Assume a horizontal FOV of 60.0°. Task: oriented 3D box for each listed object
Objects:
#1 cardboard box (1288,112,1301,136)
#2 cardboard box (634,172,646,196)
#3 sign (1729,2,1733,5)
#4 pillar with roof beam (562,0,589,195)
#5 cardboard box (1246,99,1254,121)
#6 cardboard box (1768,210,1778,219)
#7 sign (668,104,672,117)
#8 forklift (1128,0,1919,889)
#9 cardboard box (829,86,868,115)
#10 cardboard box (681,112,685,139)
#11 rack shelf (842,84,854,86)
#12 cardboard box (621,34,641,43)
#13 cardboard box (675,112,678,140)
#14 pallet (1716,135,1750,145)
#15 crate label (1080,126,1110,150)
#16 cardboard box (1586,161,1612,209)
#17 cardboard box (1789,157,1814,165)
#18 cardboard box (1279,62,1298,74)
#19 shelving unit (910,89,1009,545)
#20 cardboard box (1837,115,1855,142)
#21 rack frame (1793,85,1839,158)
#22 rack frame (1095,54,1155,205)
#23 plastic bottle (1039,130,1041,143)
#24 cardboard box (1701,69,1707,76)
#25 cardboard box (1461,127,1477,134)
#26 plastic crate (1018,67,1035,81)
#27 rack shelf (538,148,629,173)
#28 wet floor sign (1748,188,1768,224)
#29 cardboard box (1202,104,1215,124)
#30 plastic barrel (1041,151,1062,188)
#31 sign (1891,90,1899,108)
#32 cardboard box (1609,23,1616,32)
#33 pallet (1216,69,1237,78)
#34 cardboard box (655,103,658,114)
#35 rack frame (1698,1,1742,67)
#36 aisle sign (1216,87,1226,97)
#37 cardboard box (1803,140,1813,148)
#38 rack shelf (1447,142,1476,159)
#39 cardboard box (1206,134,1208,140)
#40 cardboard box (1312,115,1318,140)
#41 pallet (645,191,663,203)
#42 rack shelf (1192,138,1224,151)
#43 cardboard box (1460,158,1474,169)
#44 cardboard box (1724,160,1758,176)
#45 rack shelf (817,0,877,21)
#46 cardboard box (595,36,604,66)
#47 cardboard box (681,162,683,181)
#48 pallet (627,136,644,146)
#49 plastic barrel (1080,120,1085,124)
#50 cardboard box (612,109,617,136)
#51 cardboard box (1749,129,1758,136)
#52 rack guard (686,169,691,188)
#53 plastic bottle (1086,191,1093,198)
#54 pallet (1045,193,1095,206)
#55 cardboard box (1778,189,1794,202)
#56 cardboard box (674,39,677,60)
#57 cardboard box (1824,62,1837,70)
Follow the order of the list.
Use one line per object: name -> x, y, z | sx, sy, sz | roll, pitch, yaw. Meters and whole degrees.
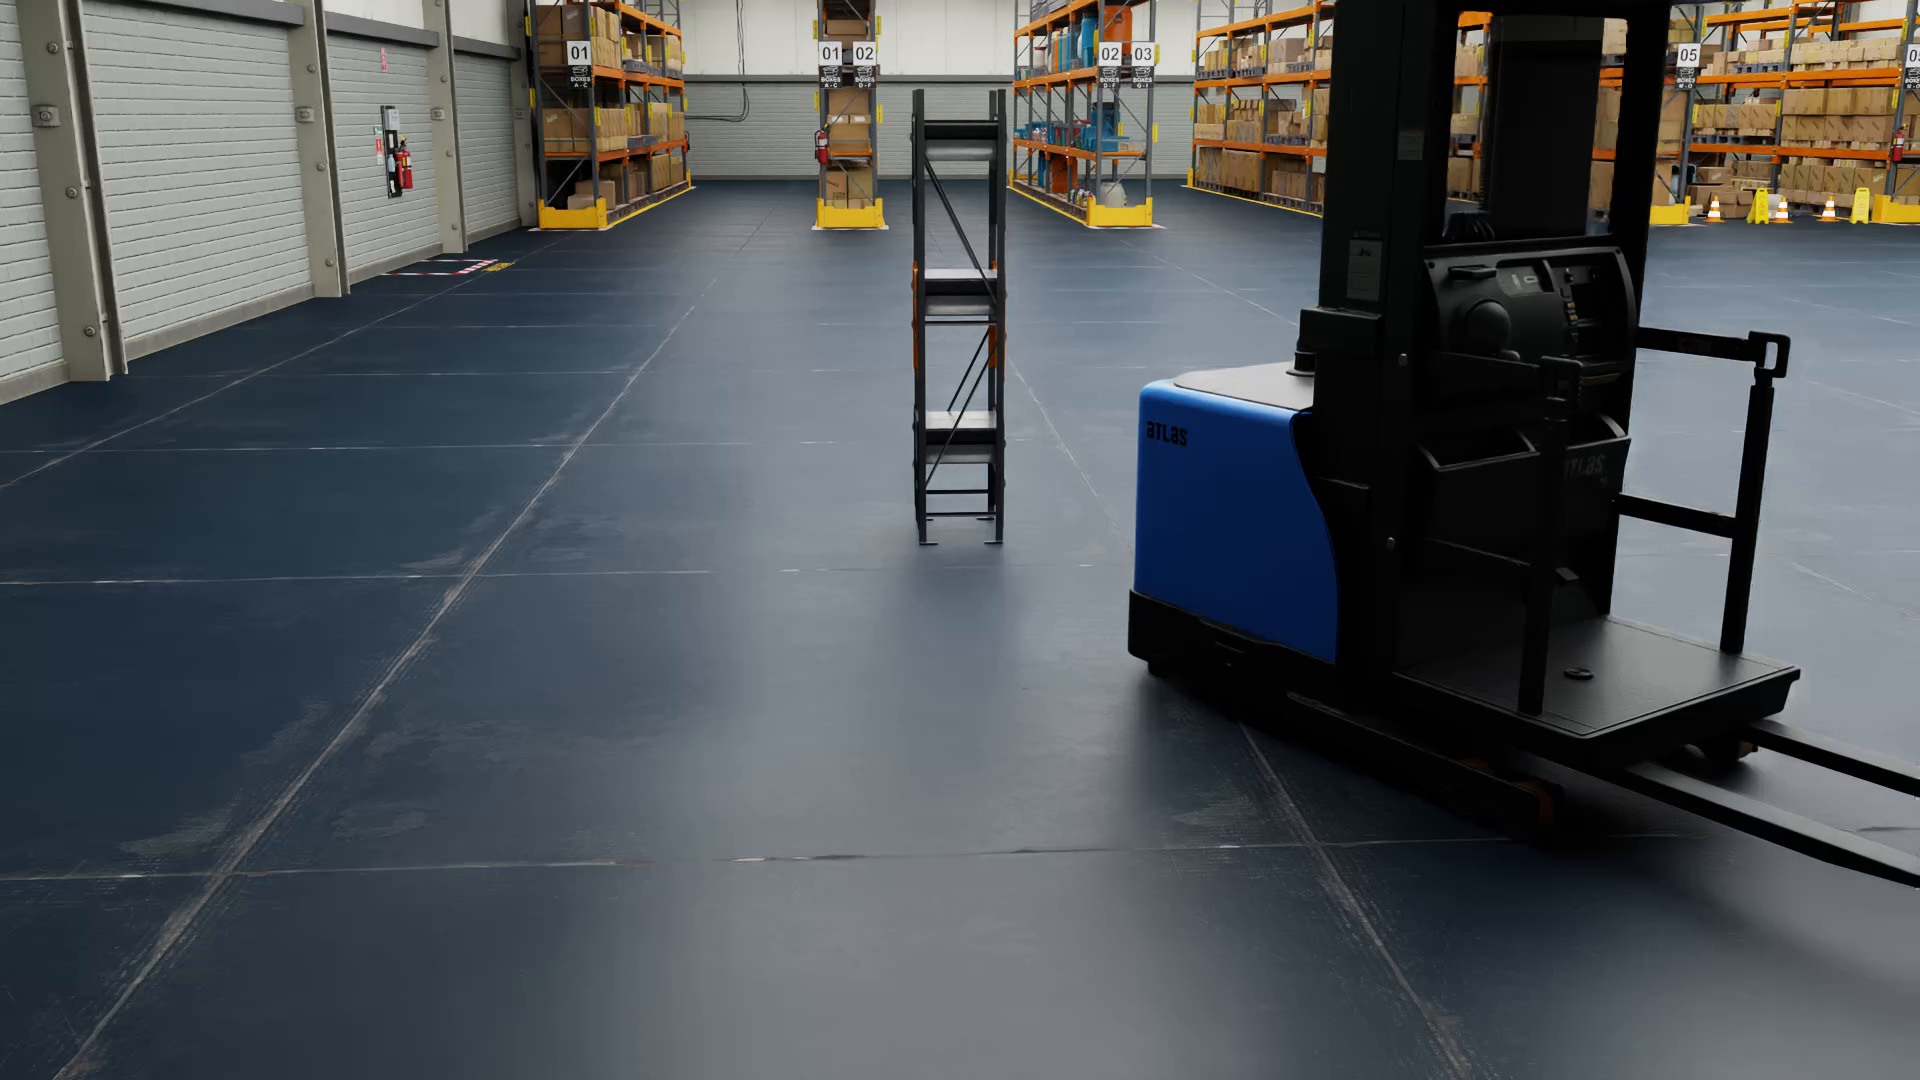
cardboard box -> 7.453, -8.945, 35.723 | 0.797, 0.503, 0.637 | 1, 14, 2
cardboard box -> -7.330, -7.852, 36.656 | 0.700, 0.500, 0.500 | -1, 14, -3
sign -> 21.212, -14.865, 45.707 | 0.100, 0.325, 0.005 | -1, 14, -3
pillar with roof beam -> -3.913, -11.663, 35.295 | 9.100, 9.000, 0.400 | -1, 14, -3
cardboard box -> 7.290, -10.302, 39.832 | 0.797, 0.503, 0.637 | 0, 14, -2
cardboard box -> 15.694, -6.334, 32.346 | 0.380, 0.149, 0.250 | 7, 16, 26
sign -> -7.133, -10.555, 40.867 | 0.100, 0.325, 0.005 | -1, 14, -3
forklift -> 1.864, -0.707, 4.891 | 1.130, 2.935, 3.031 | -10, 17, -33
cardboard box -> -2.007, -7.921, 29.990 | 0.700, 0.500, 0.500 | -1, 14, -3
cardboard box -> -7.881, -11.036, 44.296 | 0.980, 0.700, 0.700 | 0, 14, -1
rack shelf -> -2.854, -11.701, 42.909 | 1.077, 0.370, 4.000 | -1, 14, -3
cardboard box -> -7.702, -11.742, 39.033 | 0.500, 0.250, 0.500 | -1, 14, -5
cardboard box -> -7.786, -10.665, 42.856 | 0.980, 0.700, 0.700 | -2, 15, -6
pallet -> 17.459, -8.825, 36.692 | 1.003, 0.211, 1.213 | -1, 14, -3
crate label -> 2.573, -7.661, 31.713 | 0.502, 0.435, 0.616 | -1, 14, -3
cardboard box -> 12.693, -6.879, 32.166 | 0.875, 0.875, 0.875 | -1, 14, -4
cardboard box -> 17.259, -7.781, 34.118 | 0.380, 0.149, 0.250 | -1, 14, -3
cardboard box -> 7.253, -10.261, 36.167 | 0.500, 0.250, 0.500 | -1, 14, -2
shelving unit -> -0.010, -1.058, 7.925 | 0.431, 2.100, 0.503 | -1, 14, -3
cardboard box -> 17.429, -7.993, 32.273 | 0.500, 0.500, 0.500 | -1, 14, -4
rack frame -> 22.002, -10.482, 42.747 | 1.000, 3.000, 0.127 | -1, 14, -3
rack frame -> 2.957, -7.191, 29.954 | 1.000, 3.000, 0.127 | -1, 14, -3
plastic bottle -> 1.920, -9.581, 39.479 | 0.061, 0.283, 0.133 | -1, 14, -3
cardboard box -> 17.146, -10.660, 37.922 | 0.380, 0.149, 0.250 | -1, 14, -3
cardboard box -> 11.872, -9.506, 38.612 | 0.380, 0.149, 0.250 | -1, 14, -3
plastic crate -> 1.786, -12.208, 43.561 | 0.504, 0.338, 0.767 | -1, 14, -3
rack shelf -> -7.055, -7.187, 31.383 | 1.077, 0.370, 4.000 | -1, 14, -3
wet floor sign -> 14.835, -6.202, 30.836 | 0.267, 0.644, 0.232 | -3, 15, -13
cardboard box -> 6.739, -11.304, 44.141 | 0.500, 0.500, 0.500 | -1, 14, -5
plastic barrel -> 2.274, -9.051, 40.551 | 0.600, 0.901, 0.708 | -1, 14, -3
sign -> 17.236, -8.130, 30.648 | 0.100, 0.325, 0.005 | -1, 14, -3
cardboard box -> 12.436, -9.619, 31.231 | 0.380, 0.149, 0.250 | -1, 14, -3
pallet -> 7.117, -11.865, 42.279 | 1.003, 0.211, 1.213 | -1, 14, -3
cardboard box -> -7.266, -9.968, 38.404 | 0.500, 0.250, 0.500 | -1, 14, -3
rack frame -> 17.296, -12.315, 37.831 | 1.000, 3.000, 0.127 | -1, 14, -3
aisle sign -> 7.204, -12.528, 45.481 | 0.394, 0.787, 0.004 | -1, 14, -3
cardboard box -> 17.338, -8.020, 33.683 | 0.380, 0.149, 0.250 | 0, 14, -2
rack shelf -> 12.238, -9.457, 40.207 | 1.077, 0.370, 4.000 | -1, 14, -3
cardboard box -> 6.698, -10.649, 43.899 | 0.380, 0.149, 0.250 | -1, 14, -5
cardboard box -> 7.619, -8.342, 33.630 | 0.875, 0.500, 0.500 | -1, 14, -3
pallet -> -7.400, -7.874, 38.207 | 1.003, 0.211, 1.213 | -1, 14, -3
rack shelf -> 7.033, -10.401, 43.873 | 1.077, 0.370, 4.000 | -1, 14, -3
cardboard box -> 12.057, -8.830, 38.995 | 0.500, 0.250, 0.500 | -1, 14, -5
cardboard box -> 21.697, -10.318, 46.275 | 0.797, 0.503, 0.637 | -1, 15, -6
rack shelf -> -2.111, -9.976, 30.986 | 1.077, 0.370, 4.000 | -1, 14, -3
cardboard box -> -6.700, -8.770, 29.831 | 0.500, 0.500, 0.500 | 0, 14, 0
cardboard box -> -7.779, -9.837, 44.414 | 0.700, 0.500, 0.500 | -1, 14, -3
pallet -> -7.263, -8.443, 35.206 | 1.003, 0.211, 1.213 | -1, 14, -3
plastic barrel -> 2.797, -8.783, 35.869 | 0.433, 0.535, 0.433 | 0, 14, 0
cardboard box -> -6.751, -7.841, 31.238 | 0.500, 0.500, 0.500 | 0, 14, -2
cardboard box -> 17.186, -8.750, 35.675 | 0.380, 0.149, 0.250 | -1, 14, -4
rack guard -> -7.924, -9.812, 45.160 | 1.175, 0.500, 0.348 | -1, 14, -3
plastic bottle -> 2.529, -6.728, 32.740 | 0.152, 0.276, 0.135 | -1, 14, -3
pallet -> 2.471, -7.637, 37.283 | 1.003, 0.211, 1.213 | -1, 14, -3
cardboard box -> 17.311, -7.136, 34.416 | 0.500, 0.250, 0.500 | -2, 15, -6
cardboard box -> -7.544, -12.580, 42.633 | 0.500, 0.500, 0.500 | -2, 15, -6
cardboard box -> 17.310, -9.343, 32.803 | 0.380, 0.149, 0.250 | -1, 14, -5
